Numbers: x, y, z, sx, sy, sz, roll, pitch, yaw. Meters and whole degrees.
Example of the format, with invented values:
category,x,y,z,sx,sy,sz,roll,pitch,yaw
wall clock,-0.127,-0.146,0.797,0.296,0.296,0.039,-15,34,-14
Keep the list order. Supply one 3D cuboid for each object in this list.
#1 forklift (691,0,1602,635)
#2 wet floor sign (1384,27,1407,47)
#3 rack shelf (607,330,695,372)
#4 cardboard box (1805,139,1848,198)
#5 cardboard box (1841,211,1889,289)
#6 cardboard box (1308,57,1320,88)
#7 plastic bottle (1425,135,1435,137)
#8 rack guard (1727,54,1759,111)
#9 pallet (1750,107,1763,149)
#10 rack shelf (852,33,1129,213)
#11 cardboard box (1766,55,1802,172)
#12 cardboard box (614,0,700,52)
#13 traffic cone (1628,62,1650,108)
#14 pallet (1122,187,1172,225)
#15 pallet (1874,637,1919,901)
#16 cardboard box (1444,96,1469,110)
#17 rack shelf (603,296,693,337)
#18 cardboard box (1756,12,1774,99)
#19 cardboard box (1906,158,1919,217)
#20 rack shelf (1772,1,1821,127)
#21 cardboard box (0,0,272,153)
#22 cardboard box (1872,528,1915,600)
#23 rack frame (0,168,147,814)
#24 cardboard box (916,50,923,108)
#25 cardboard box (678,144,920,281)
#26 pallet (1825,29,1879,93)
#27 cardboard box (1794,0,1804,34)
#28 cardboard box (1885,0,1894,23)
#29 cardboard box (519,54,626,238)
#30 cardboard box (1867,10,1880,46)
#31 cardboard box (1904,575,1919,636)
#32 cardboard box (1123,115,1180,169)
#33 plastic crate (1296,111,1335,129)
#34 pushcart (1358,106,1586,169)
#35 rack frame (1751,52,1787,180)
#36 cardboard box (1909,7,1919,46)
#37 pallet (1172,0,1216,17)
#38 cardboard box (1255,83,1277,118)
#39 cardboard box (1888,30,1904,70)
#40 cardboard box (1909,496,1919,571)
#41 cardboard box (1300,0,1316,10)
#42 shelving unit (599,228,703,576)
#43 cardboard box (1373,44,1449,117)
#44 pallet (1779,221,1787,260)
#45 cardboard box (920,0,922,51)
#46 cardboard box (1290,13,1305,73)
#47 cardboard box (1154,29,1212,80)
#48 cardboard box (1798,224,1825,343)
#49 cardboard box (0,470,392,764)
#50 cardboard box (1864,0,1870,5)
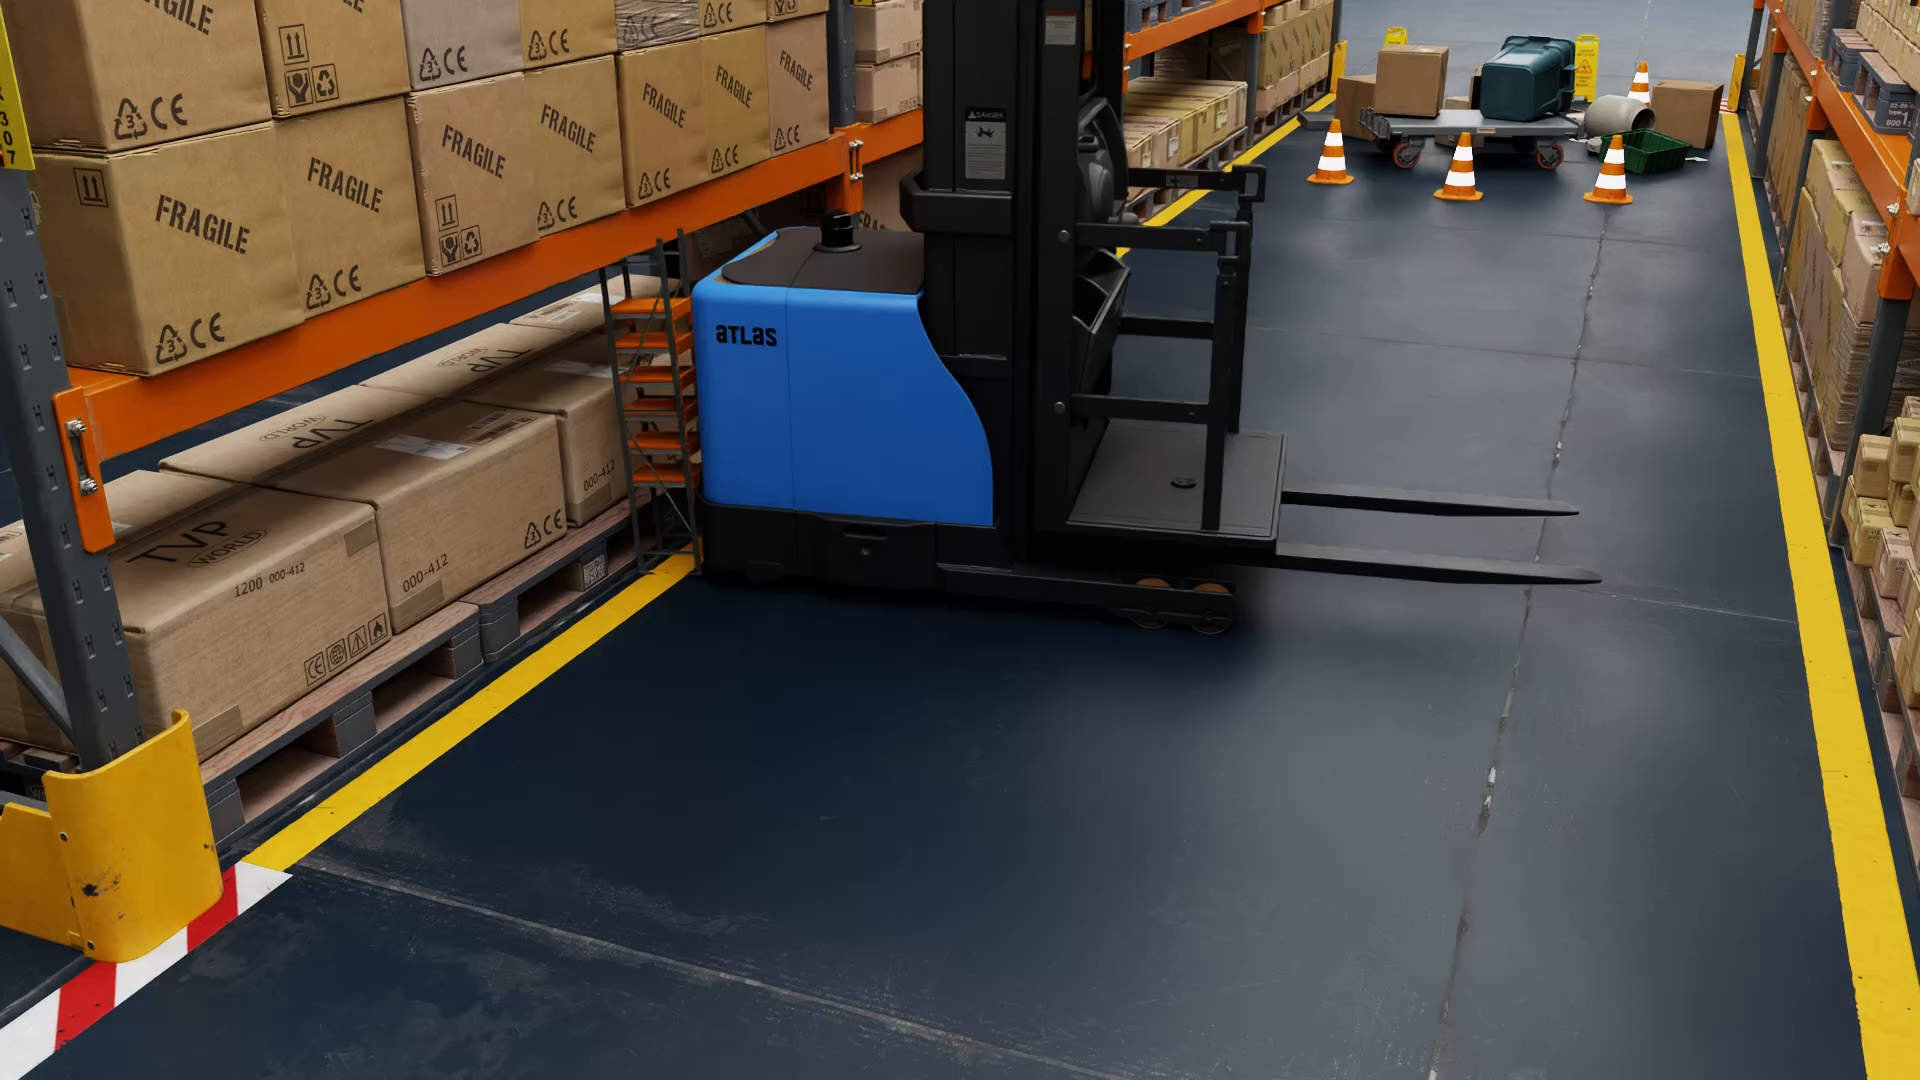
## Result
category,x,y,z,sx,sy,sz,roll,pitch,yaw
forklift,0.661,-1.264,5.474,3.031,2.935,1.130,5,23,11
wet floor sign,4.599,-5.095,17.611,0.267,0.644,0.232,19,29,38
rack shelf,-1.059,-0.655,5.748,0.258,0.103,0.180,1,21,13
cardboard box,4.716,-1.906,8.646,0.500,0.250,0.500,8,24,18
cardboard box,3.957,-1.171,6.887,0.500,0.250,0.500,10,25,23
cardboard box,3.285,-4.680,16.584,0.500,0.250,0.500,9,24,20
plastic bottle,4.270,-3.673,14.963,0.133,0.061,0.283,13,26,29
rack guard,8.178,-4.449,16.253,1.175,0.500,0.348,9,24,20
pallet,7.490,-3.575,14.535,1.003,0.211,1.213,9,24,20
rack shelf,-0.179,-2.356,8.933,1.077,0.370,4.000,9,24,20
cardboard box,6.536,-3.083,12.114,1.050,0.750,0.750,9,24,20
cardboard box,-1.217,-1.908,5.498,0.500,0.500,0.500,9,24,21
traffic cone,6.653,-4.437,16.272,0.336,0.463,0.334,9,24,20
pallet,0.855,-2.397,11.714,1.003,0.211,1.213,9,24,20
pallet,3.043,0.670,4.372,1.003,0.211,1.213,9,24,20
cardboard box,4.924,-4.193,16.096,0.250,0.149,0.380,-17,28,-35
rack shelf,-1.066,-0.767,5.707,0.258,0.103,0.180,1,21,13
cardboard box,7.978,-4.555,15.476,0.875,0.875,0.875,9,24,20
cardboard box,3.302,-1.130,5.388,0.380,0.149,0.250,10,25,22
rack shelf,5.940,-3.115,10.749,1.077,0.370,4.000,9,24,20
cardboard box,-1.965,-1.180,3.755,0.500,0.500,0.500,8,24,19
cardboard box,3.135,0.098,5.278,0.380,0.149,0.250,9,24,20
rack frame,-2.408,-0.541,3.654,1.000,3.000,0.127,9,24,20
cardboard box,-0.323,-2.208,7.840,0.500,0.250,0.500,8,24,19
cardboard box,-0.766,-1.419,7.968,0.875,0.875,0.875,10,25,22
pallet,5.031,-2.373,8.287,1.213,0.211,1.003,9,24,20
cardboard box,5.674,-3.518,10.652,0.500,0.500,0.500,9,24,21
cardboard box,4.449,-2.430,7.570,0.380,0.149,0.250,9,24,20
cardboard box,-1.425,-1.264,5.255,0.500,0.500,0.500,10,25,22
cardboard box,4.644,-2.485,8.090,0.380,0.149,0.250,10,25,23
cardboard box,2.832,0.237,4.560,0.380,0.149,0.250,9,24,20
cardboard box,1.049,-2.851,12.048,0.950,0.372,0.625,8,24,19
plastic crate,3.394,-3.933,15.561,0.402,0.080,0.583,1,23,2
pushcart,4.185,-3.317,13.701,1.648,0.377,0.936,1,23,2
rack frame,6.683,-4.163,12.324,1.000,3.000,0.127,9,24,20
cardboard box,4.063,-2.060,6.685,0.380,0.149,0.250,7,24,17
pallet,1.261,-4.030,12.254,1.003,0.211,1.213,9,24,20
cardboard box,2.519,-3.933,14.796,0.500,0.250,0.500,8,24,18
cardboard box,4.255,-2.110,7.192,0.380,0.149,0.250,8,24,18
cardboard box,2.939,0.004,4.730,0.380,0.149,0.250,9,24,21
cardboard box,3.210,-5.189,15.988,0.380,0.149,0.250,10,25,22
shelving unit,-1.048,-0.472,5.815,0.258,1.200,0.189,1,21,13
cardboard box,3.713,-3.787,13.686,0.500,0.500,0.500,9,24,20
pallet,5.560,-1.716,10.084,1.003,0.211,1.213,9,24,20
cardboard box,-0.329,-2.442,7.750,0.500,0.250,0.500,9,24,21
cardboard box,2.901,-4.657,15.558,0.500,0.500,0.500,10,25,23
cardboard box,2.020,-4.357,14.838,0.500,0.500,0.500,8,24,19
cardboard box,4.328,-1.190,7.906,0.500,0.500,0.500,8,24,19
cardboard box,-2.256,0.197,4.666,0.875,0.438,0.875,8,24,18
cardboard box,4.831,-2.802,8.462,0.380,0.149,0.250,10,25,22
